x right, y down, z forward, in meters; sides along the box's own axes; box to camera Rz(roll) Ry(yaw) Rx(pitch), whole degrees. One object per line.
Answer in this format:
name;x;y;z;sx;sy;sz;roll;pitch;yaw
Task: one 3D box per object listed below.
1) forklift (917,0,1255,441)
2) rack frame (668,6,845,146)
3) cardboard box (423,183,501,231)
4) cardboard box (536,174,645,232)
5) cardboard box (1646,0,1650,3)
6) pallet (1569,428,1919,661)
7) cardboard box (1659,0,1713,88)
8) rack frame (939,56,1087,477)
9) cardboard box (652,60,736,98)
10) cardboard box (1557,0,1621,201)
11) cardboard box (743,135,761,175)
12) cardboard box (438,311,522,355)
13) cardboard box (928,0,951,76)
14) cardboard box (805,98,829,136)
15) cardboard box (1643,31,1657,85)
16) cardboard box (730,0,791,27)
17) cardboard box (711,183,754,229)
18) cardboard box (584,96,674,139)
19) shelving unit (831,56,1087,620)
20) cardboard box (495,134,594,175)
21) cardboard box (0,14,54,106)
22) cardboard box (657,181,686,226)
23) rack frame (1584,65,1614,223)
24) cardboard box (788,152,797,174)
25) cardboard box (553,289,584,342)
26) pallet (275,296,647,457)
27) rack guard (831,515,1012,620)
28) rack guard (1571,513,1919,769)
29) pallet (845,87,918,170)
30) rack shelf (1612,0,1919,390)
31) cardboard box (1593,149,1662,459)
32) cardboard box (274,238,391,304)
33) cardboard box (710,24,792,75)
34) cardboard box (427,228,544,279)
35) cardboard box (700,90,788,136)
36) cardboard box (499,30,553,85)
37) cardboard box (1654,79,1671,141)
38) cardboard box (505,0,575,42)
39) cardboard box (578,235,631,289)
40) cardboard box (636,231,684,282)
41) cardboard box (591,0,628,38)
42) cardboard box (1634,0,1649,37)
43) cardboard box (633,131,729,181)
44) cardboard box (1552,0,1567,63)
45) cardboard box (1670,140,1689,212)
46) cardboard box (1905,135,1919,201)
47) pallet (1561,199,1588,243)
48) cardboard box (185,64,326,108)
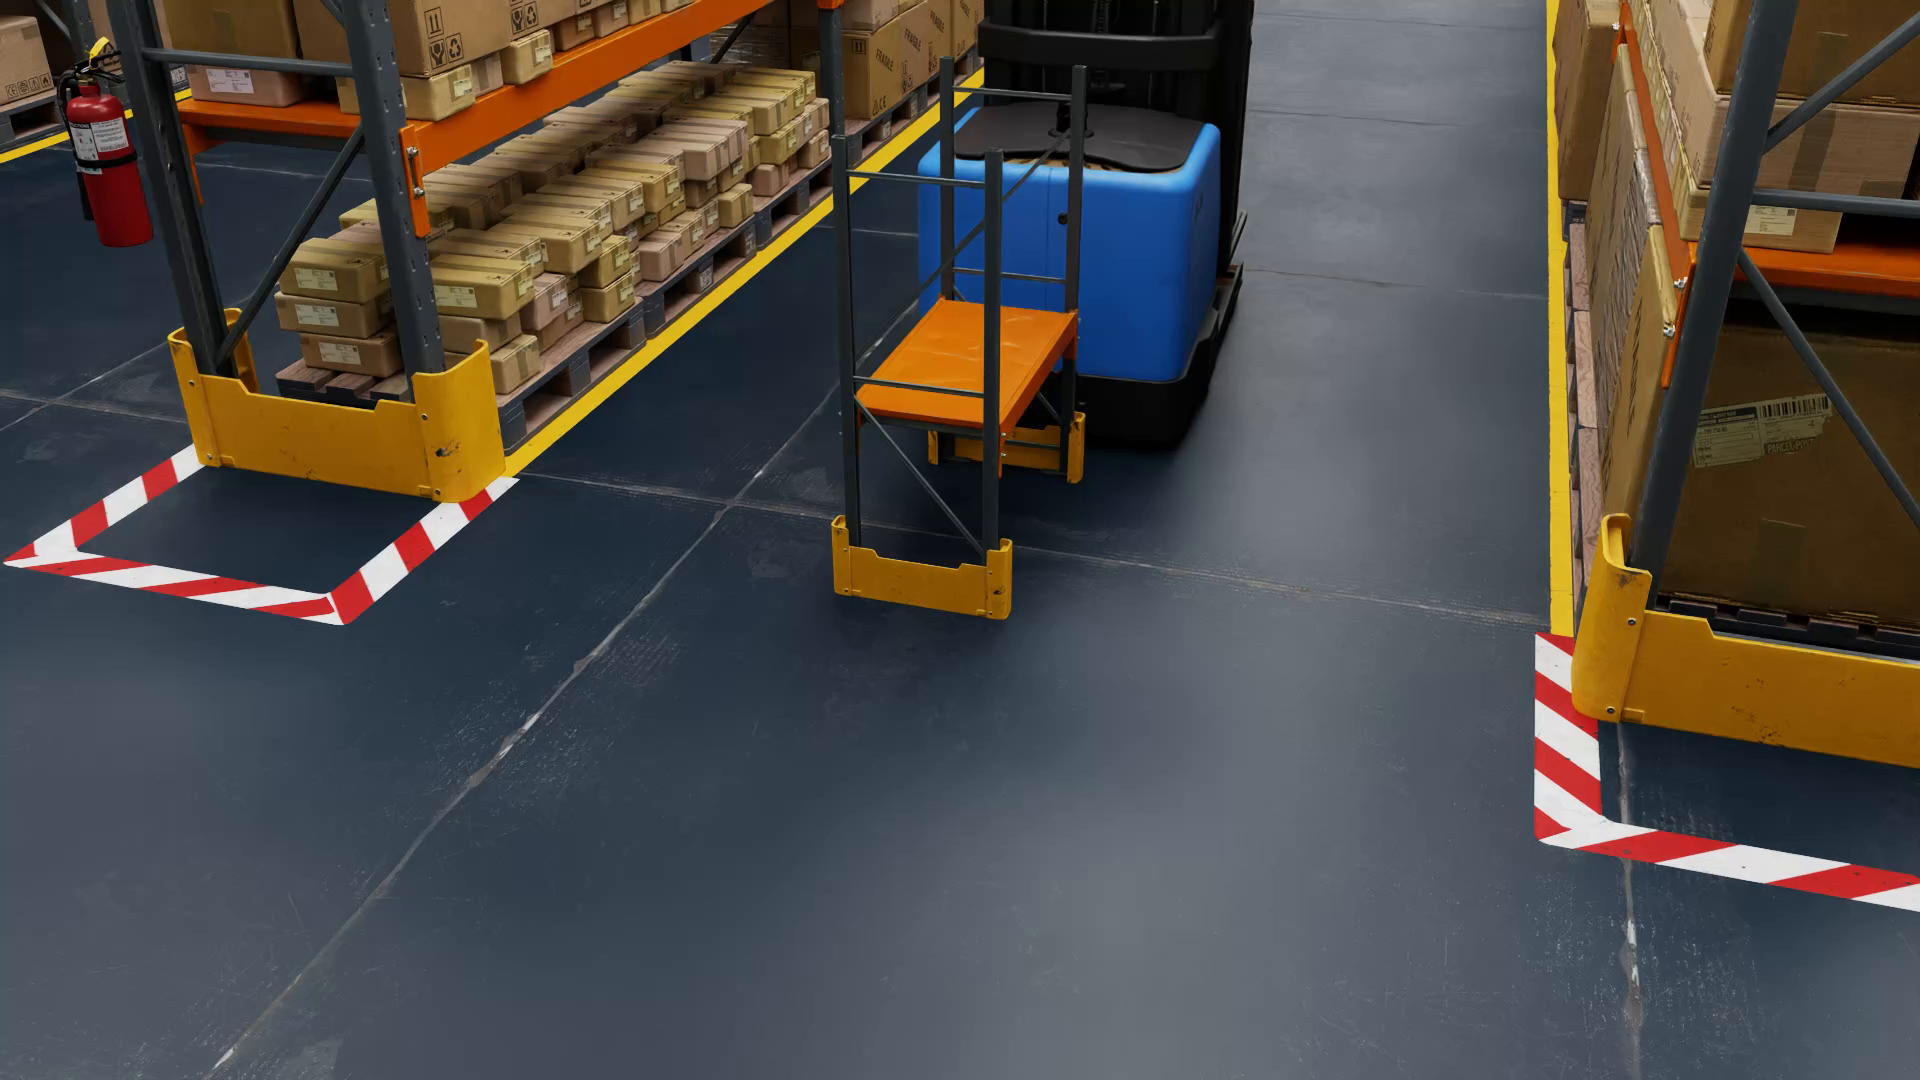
forklift;0.701;-2.355;6.968;1.130;2.935;3.031;7;30;13
rack frame;-1.141;-3.421;8.814;1.000;3.000;0.127;8;30;15
cardboard box;-2.182;-1.400;7.071;0.380;0.149;0.250;7;30;13
cardboard box;-1.590;-1.454;7.166;0.380;0.149;0.250;10;31;17
cardboard box;3.032;-2.320;6.682;0.500;0.250;0.500;8;30;15
pallet;2.557;0.028;5.482;1.003;0.211;1.213;8;30;15
cardboard box;2.584;-1.607;5.402;0.500;0.250;0.500;7;30;13
rack frame;0.174;-0.931;5.881;0.500;1.500;0.032;8;30;15
cardboard box;-1.440;-2.488;9.026;0.380;0.149;0.250;10;31;17
cardboard box;3.740;-2.222;8.412;1.225;0.875;0.875;9;30;15
cardboard box;-1.226;-1.940;8.346;0.380;0.149;0.250;9;30;15
cardboard box;-1.915;-0.837;6.363;0.380;0.149;0.250;10;31;17
cardboard box;-0.376;-3.309;10.753;0.500;0.500;0.500;9;30;16
cardboard box;-0.929;-2.297;8.988;0.380;0.149;0.250;9;30;16
cardboard box;2.710;-1.742;6.054;0.380;0.149;0.250;8;30;13
cardboard box;-1.164;-3.222;9.825;0.500;0.250;0.500;8;30;14
cardboard box;-1.234;-1.647;8.126;0.380;0.149;0.250;8;30;15
cardboard box;-1.659;-2.120;8.364;0.380;0.149;0.250;8;30;14
shelving unit;0.022;-0.691;5.449;0.587;1.500;1.083;8;30;15
cardboard box;-1.923;-1.766;7.727;0.380;0.149;0.250;9;30;15
cardboard box;-6.189;-2.868;10.023;0.875;0.438;0.875;8;30;14
cardboard box;-1.499;-1.579;7.698;0.380;0.149;0.250;10;31;17
rack frame;3.571;-2.666;7.458;1.000;3.000;0.127;8;30;15
cardboard box;-1.086;-2.019;8.795;0.380;0.149;0.250;9;30;16
cardboard box;-1.790;-0.947;6.868;0.380;0.149;0.250;9;30;15
pallet;-2.020;-0.752;6.884;1.003;0.211;1.213;8;30;15
rack guard;-0.124;0.087;5.337;0.587;0.250;0.087;8;30;15
rack guard;2.390;0.296;4.704;1.175;0.500;0.348;8;30;15
pallet;-0.913;-2.565;10.143;1.003;0.211;1.213;8;30;15
rack shelf;2.984;-1.423;5.962;1.077;0.370;4.000;8;30;15
cardboard box;2.776;-0.794;5.846;0.875;0.875;0.875;8;30;15
cardboard box;-2.401;-1.042;6.426;0.380;0.149;0.250;9;30;15
cardboard box;-1.164;-2.892;10.003;0.500;0.500;0.500;8;30;14
cardboard box;-1.870;-1.100;6.531;0.380;0.149;0.250;9;30;16
cardboard box;-1.099;-2.175;8.463;0.380;0.149;0.250;8;30;14
cardboard box;-1.741;-1.798;6.155;0.380;0.149;0.250;8;30;13
cardboard box;2.485;-1.385;5.413;0.380;0.149;0.250;8;30;14
cardboard box;-1.786;-2.158;6.134;0.500;0.500;0.500;9;30;15
cardboard box;-1.615;-1.186;6.991;0.380;0.149;0.250;9;30;16
cardboard box;-1.470;-1.286;7.477;0.380;0.149;0.250;7;30;12
cardboard box;-1.593;-2.171;6.826;0.380;0.149;0.250;8;30;14
cardboard box;2.937;-2.100;6.697;0.380;0.149;0.250;8;30;13
cardboard box;-1.309;-1.800;7.788;0.380;0.149;0.250;7;30;13
cardboard box;4.523;-3.463;10.643;1.225;0.875;0.875;7;30;13
cardboard box;2.262;-1.031;4.777;0.380;0.149;0.250;9;30;15
cardboard box;2.796;-1.057;4.412;0.500;0.250;0.500;8;30;14
pallet;3.726;-1.817;8.800;1.003;0.211;1.213;8;30;15
cardboard box;-2.489;-1.644;5.879;0.380;0.149;0.250;9;30;15
